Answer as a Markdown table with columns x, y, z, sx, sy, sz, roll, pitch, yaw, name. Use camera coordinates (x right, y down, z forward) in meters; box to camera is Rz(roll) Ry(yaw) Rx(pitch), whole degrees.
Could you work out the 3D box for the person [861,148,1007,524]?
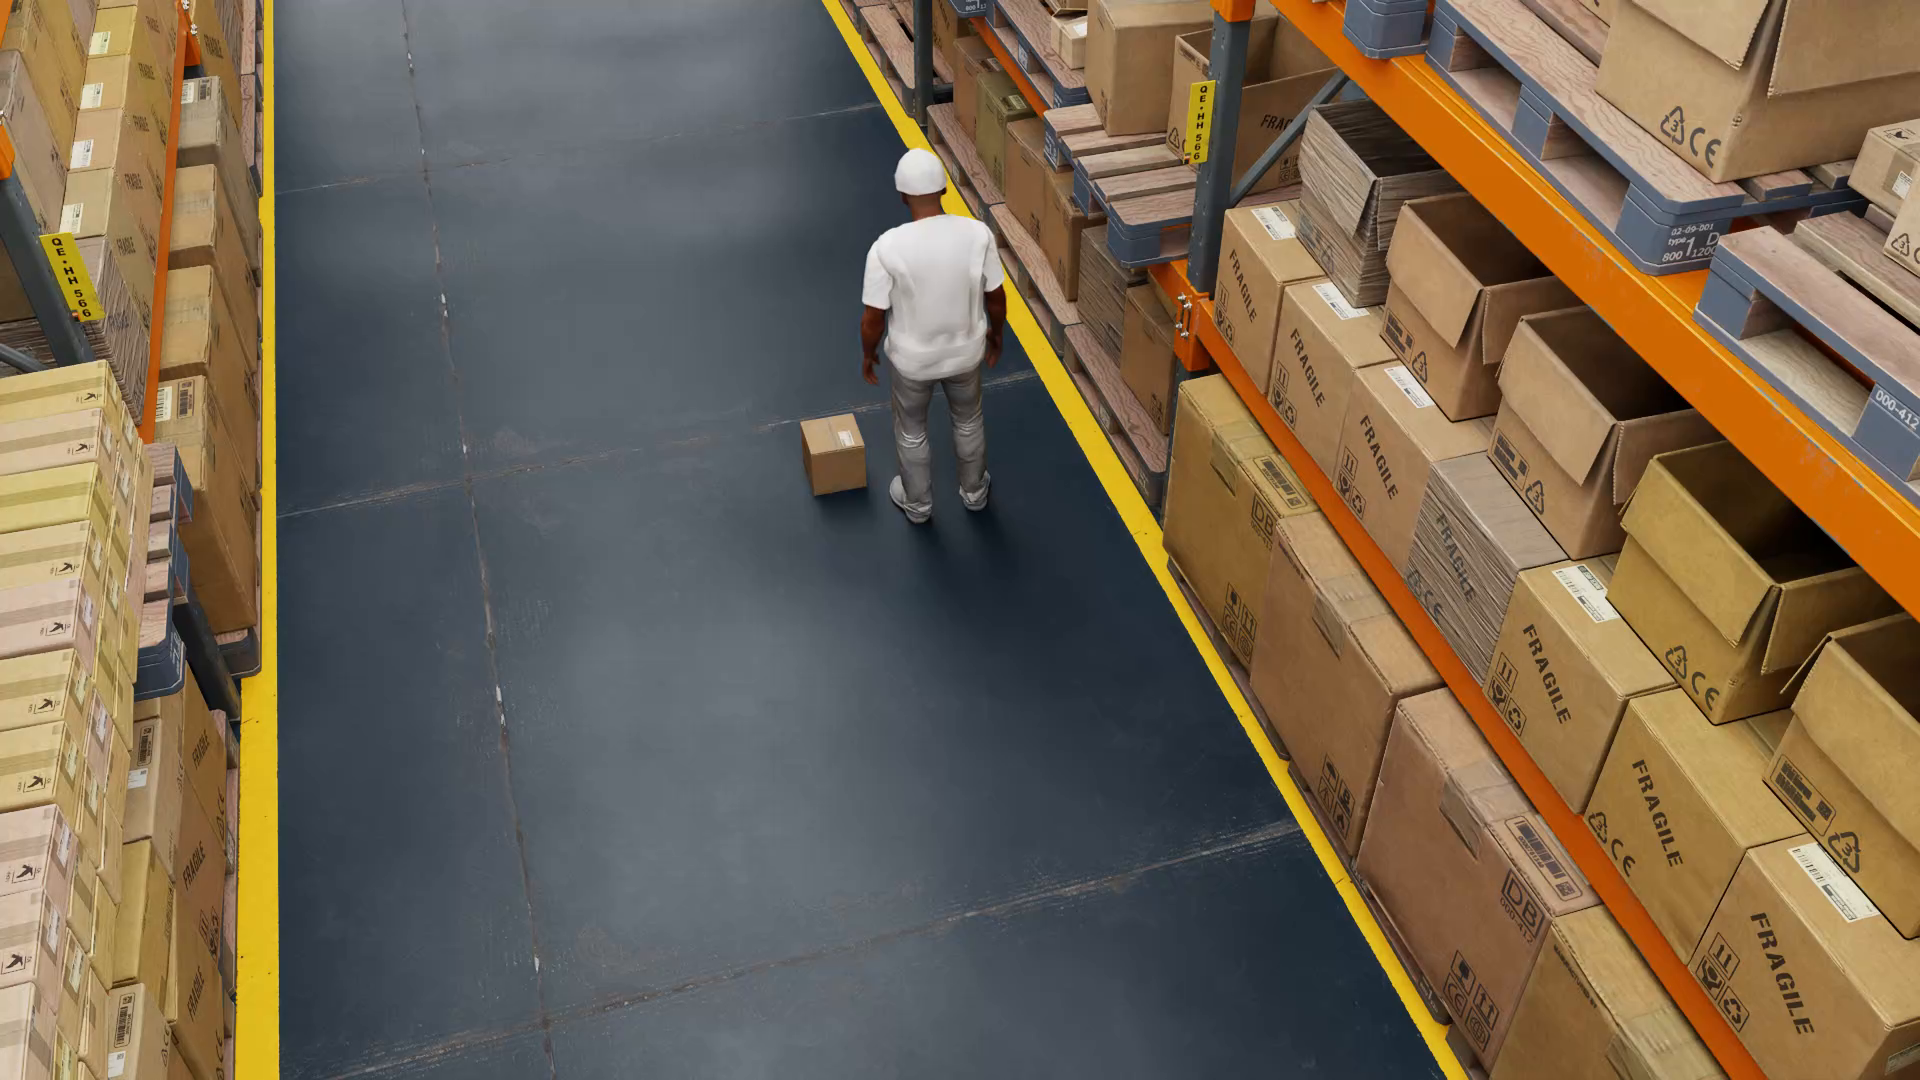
| x | y | z | sx | sy | sz | roll | pitch | yaw | name |
| --- | --- | --- | --- | --- | --- | --- | --- | --- | --- |
| -0.114 | -0.831 | 7.073 | 0.631 | 1.757 | 0.463 | -10 | 43 | -11 | person |
